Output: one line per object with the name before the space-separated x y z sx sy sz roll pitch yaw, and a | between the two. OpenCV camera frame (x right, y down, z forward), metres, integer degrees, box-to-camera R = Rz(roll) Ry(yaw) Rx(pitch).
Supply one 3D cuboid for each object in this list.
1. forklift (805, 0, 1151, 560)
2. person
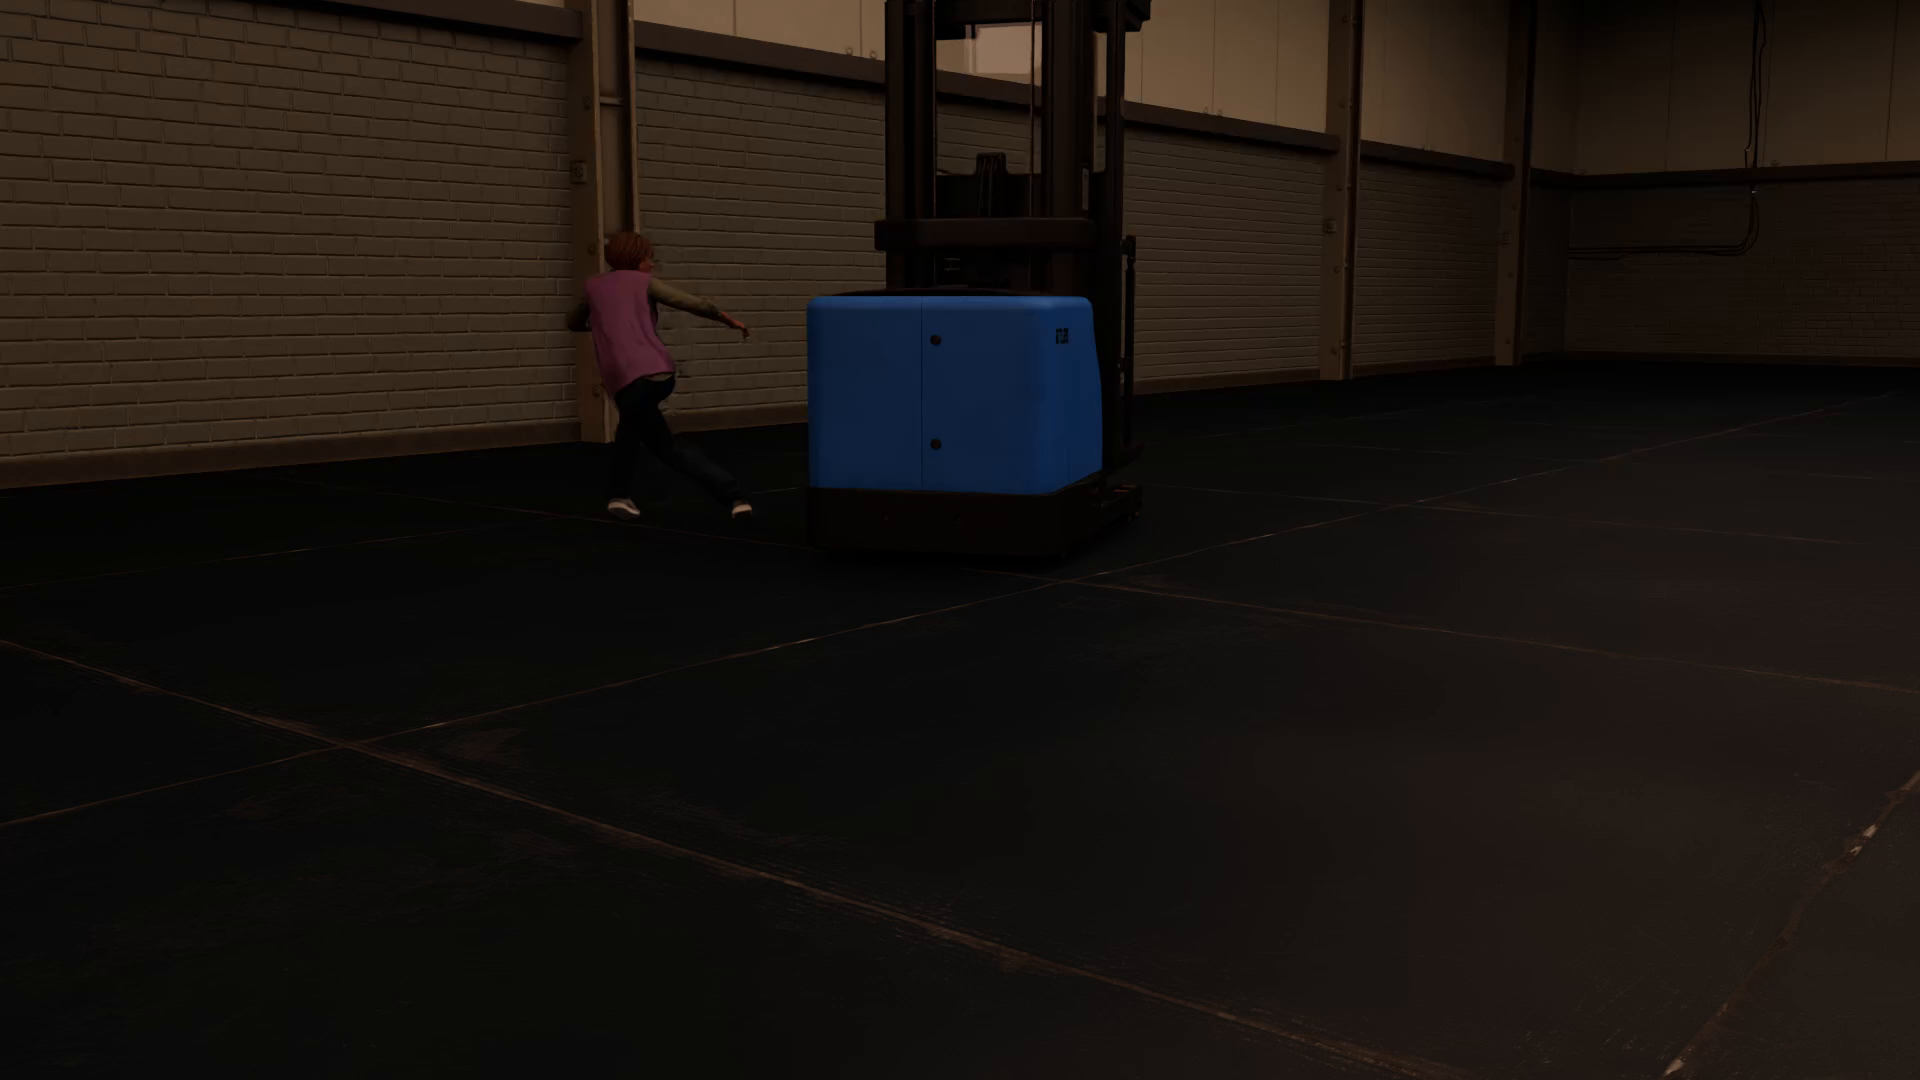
forklift | 0.271 -1.544 7.831 1.130 2.935 3.031 2 9 16
person | -1.410 -0.761 7.882 0.827 1.384 0.937 -3 9 -20
